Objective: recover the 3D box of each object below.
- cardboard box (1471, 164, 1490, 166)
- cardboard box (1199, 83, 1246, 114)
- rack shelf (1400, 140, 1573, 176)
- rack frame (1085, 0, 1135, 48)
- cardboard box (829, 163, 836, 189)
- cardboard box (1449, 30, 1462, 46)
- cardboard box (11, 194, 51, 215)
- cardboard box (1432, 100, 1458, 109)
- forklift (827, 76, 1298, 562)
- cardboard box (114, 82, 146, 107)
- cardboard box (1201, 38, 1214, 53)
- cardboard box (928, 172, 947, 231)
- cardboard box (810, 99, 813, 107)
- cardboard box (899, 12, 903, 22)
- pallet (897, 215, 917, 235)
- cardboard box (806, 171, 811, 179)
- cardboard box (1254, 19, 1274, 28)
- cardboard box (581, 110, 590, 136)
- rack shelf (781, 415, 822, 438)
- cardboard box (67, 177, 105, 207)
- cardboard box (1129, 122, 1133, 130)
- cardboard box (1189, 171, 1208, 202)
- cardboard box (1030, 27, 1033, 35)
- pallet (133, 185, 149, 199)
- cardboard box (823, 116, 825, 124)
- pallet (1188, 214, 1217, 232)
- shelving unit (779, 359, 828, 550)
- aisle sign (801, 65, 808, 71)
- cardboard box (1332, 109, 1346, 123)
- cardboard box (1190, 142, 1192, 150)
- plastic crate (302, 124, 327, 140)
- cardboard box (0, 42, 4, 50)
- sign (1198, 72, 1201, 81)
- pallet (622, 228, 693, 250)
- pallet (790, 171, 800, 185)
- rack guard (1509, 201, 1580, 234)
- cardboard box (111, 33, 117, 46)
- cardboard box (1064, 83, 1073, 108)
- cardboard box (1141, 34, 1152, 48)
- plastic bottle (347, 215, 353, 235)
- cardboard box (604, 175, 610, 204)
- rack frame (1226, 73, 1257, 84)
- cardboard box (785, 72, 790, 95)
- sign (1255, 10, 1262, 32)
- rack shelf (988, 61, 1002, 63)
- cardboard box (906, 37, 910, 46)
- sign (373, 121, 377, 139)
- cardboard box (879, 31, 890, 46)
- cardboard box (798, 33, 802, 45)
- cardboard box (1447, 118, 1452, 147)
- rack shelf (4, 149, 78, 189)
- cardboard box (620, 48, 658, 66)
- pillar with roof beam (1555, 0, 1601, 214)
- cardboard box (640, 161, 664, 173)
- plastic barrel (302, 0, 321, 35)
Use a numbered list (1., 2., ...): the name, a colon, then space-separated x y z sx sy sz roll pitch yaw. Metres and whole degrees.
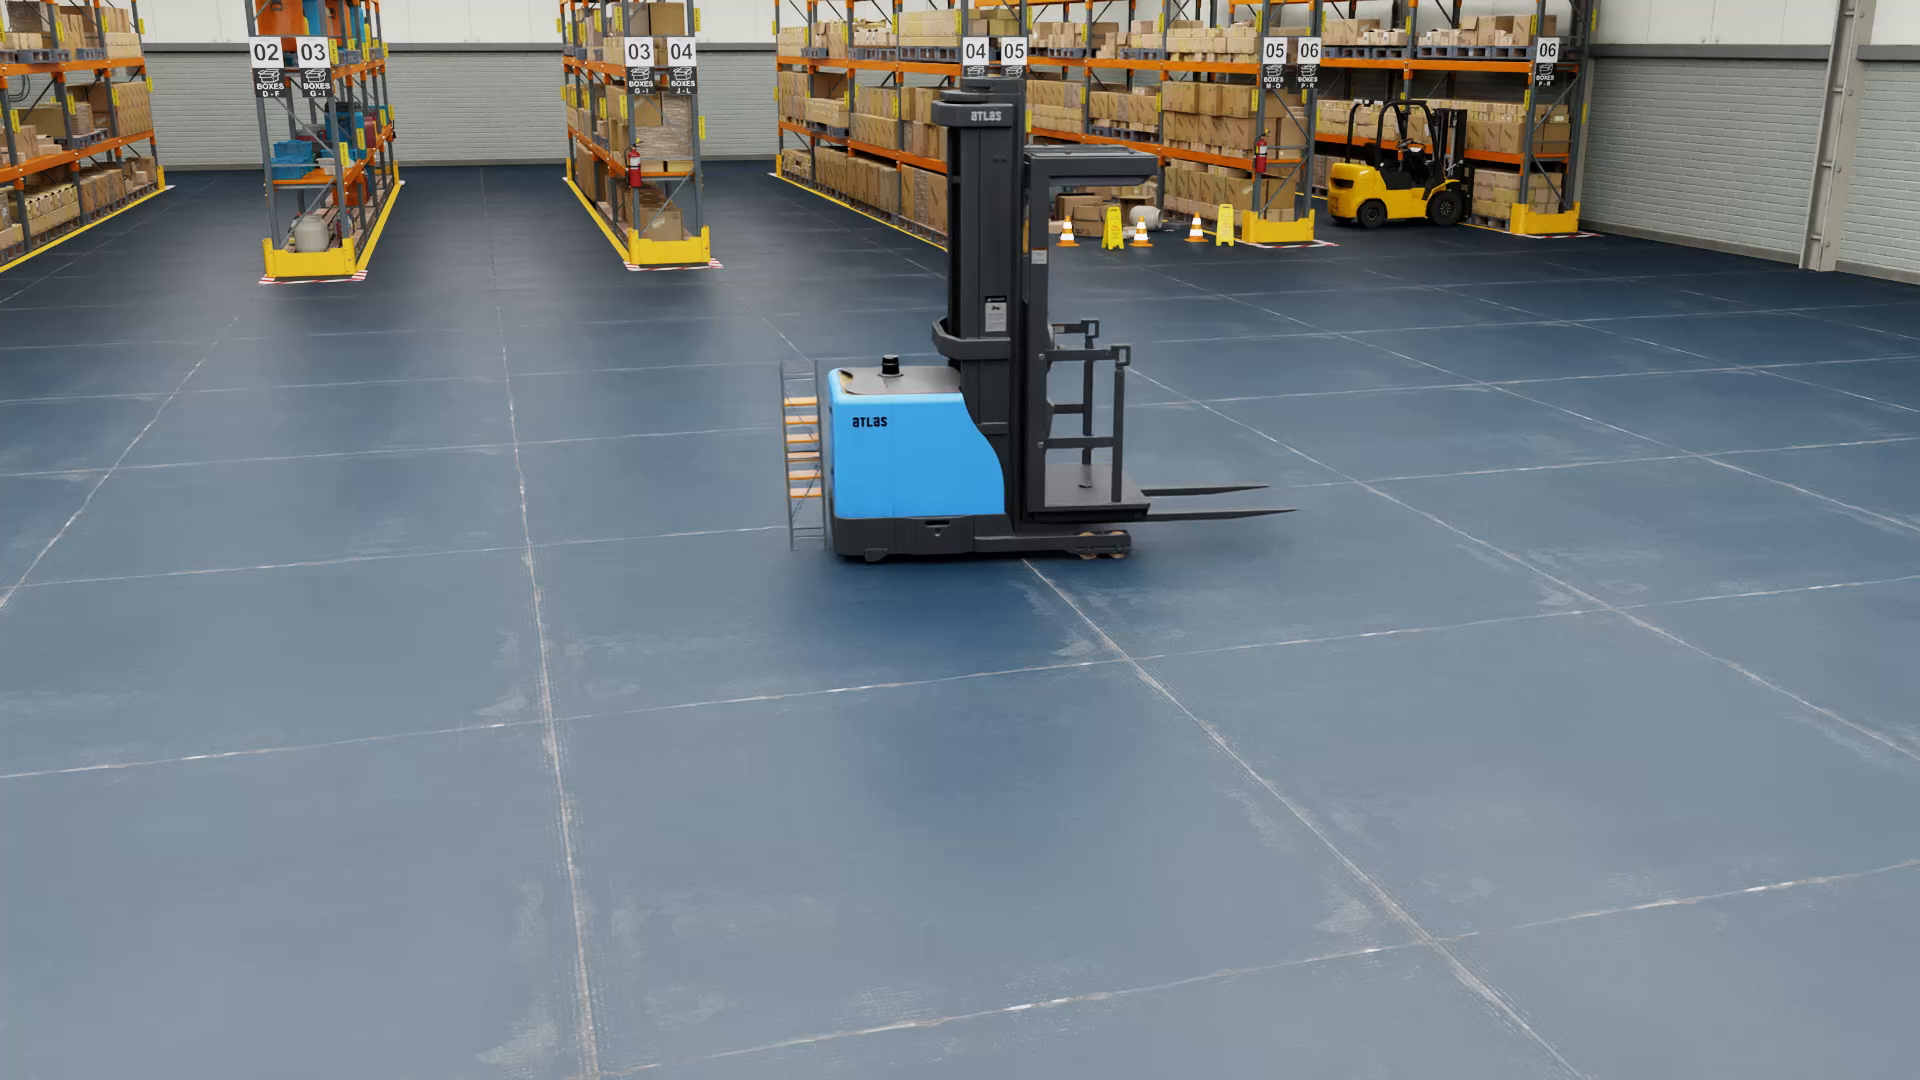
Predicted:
1. cardboard box: 9.511 -6.797 30.678 0.500 0.250 0.500 -5 17 -15
2. cardboard box: 4.513 -7.551 28.446 0.700 0.500 0.500 -5 17 -16
3. rack shelf: 9.460 -6.937 30.083 1.077 0.370 4.000 -5 17 -15
4. rack frame: 3.040 -11.421 33.331 1.000 3.000 0.127 -5 17 -15
5. cardboard box: -2.424 -7.583 34.597 0.500 0.500 0.500 -6 18 -18
6. cardboard box: 9.026 -9.022 29.887 0.396 0.266 0.258 -5 17 -17
7. cardboard box: -15.065 -5.444 26.938 0.500 0.311 0.500 -5 18 -17
8. cardboard box: 8.922 -8.010 30.585 0.380 0.149 0.250 -4 17 -14
9. forklift: 0.665 -1.433 10.629 3.031 2.935 1.130 -2 17 -6
10. cardboard box: -17.687 -9.481 35.388 0.500 0.500 0.500 -4 17 -14
11. cardboard box: 4.413 -8.384 28.180 0.500 0.250 0.500 -5 17 -15
12. cardboard box: 0.013 -5.525 27.094 0.875 0.875 0.875 -5 17 -16
13. cardboard box: -2.975 -9.308 35.396 0.380 0.149 0.250 -5 17 -15
14. cardboard box: -0.820 -8.842 28.106 0.380 0.149 0.250 -5 17 -15
15. pallet: -0.459 -5.470 28.795 1.003 0.211 1.213 -5 17 -15
16. cardboard box: -3.227 -8.152 37.103 0.380 0.149 0.250 -4 17 -15
17. cardboard box: 6.966 -11.804 38.117 0.396 0.266 0.258 -5 17 -15
18. cardboard box: -7.426 -8.494 33.842 0.500 0.500 0.500 -5 17 -17
19. rack shelf: -1.006 -0.729 10.600 0.258 0.103 0.180 -3 17 -4
20. cardboard box: -16.147 -6.428 30.717 0.500 0.500 0.500 -5 17 -16
21. cardboard box: 3.466 -7.926 31.831 0.380 0.149 0.250 -5 17 -15
22. cardboard box: 4.341 -6.210 29.156 0.500 0.500 0.500 -4 17 -12
23. cardboard box: 1.539 -11.760 38.590 0.797 0.503 0.637 -3 17 -11
24. pallet: -17.641 -7.281 34.825 1.003 0.211 1.213 -5 17 -15
25. cardboard box: -2.617 -8.665 34.290 0.380 0.149 0.250 -4 17 -14
26. pallet: 4.696 -5.585 29.177 1.003 0.211 1.213 -5 17 -15
27. shelving unit: -1.000 -0.542 10.656 0.258 1.200 0.189 -3 17 -4
28. aisle sign: -3.622 -11.630 39.937 0.394 0.787 0.004 -5 17 -15
29. cardboard box: 7.961 -8.682 34.033 0.500 0.250 0.500 -5 17 -17
30. cardboard box: 4.276 -6.929 29.243 0.380 0.149 0.250 -5 17 -16
31. plastic crate: -11.101 -6.932 28.705 0.402 0.464 0.583 -5 17 -15
32. cardboard box: -15.229 -7.764 25.903 0.500 0.250 0.500 -6 18 -21
33. sign: 6.152 -11.898 42.787 0.100 0.325 0.005 -5 17 -15
34. pallet: -4.832 -4.801 26.569 1.003 0.211 1.213 -5 17 -15
35. pallet: -3.349 -8.420 38.618 1.003 0.211 1.213 -5 17 -15
36. rack guard: 10.016 -5.525 28.475 1.175 0.500 0.348 -5 17 -15
37. cardboard box: -17.148 -9.985 33.157 0.500 0.250 0.500 -5 17 -15
38. cardboard box: 2.497 -9.338 34.914 0.500 0.500 0.500 -4 17 -14
39. cardboard box: 3.705 -9.298 31.008 0.500 0.250 0.500 -4 17 -15
40. plastic bottle: -9.556 -4.911 25.926 0.144 0.351 0.185 -5 17 -16
41. cardboard box: -6.286 -6.594 31.271 0.700 0.500 0.500 -6 18 -18
42. rack frame: 6.712 -10.048 39.188 1.000 3.000 0.127 -5 17 -15
43. cardboard box: -3.756 -10.581 38.533 0.500 0.500 0.500 -5 17 -16
44. sign: 4.699 -8.157 26.141 0.100 0.325 0.005 -5 17 -15
45. rack shelf: 1.391 -11.299 39.391 1.077 0.370 4.000 -5 17 -15
46. cardboard box: -0.679 -8.319 27.752 0.380 0.149 0.250 -5 17 -15
47. sign: -10.724 -7.496 30.410 0.100 0.325 0.005 -5 17 -15
48. cardboard box: -1.144 -8.960 29.709 0.500 0.250 0.500 -5 17 -16
49. cardboard box: -3.295 -11.092 36.840 0.500 0.250 0.500 -5 18 -18
50. cardboard box: 9.081 -7.457 30.388 0.500 0.500 0.500 -5 17 -16
51. rack shelf: -15.465 -6.084 27.244 1.077 0.370 4.000 -5 17 -15
52. cardboard box: -4.667 -7.029 24.186 0.500 0.250 0.500 -4 17 -14
53. pillar with roof beam: 6.546 -9.525 27.020 9.100 9.000 0.400 -5 17 -15
54. cardboard box: -4.567 -5.494 24.464 0.380 0.149 0.250 -5 17 -15
55. plastic barrel: -9.981 -7.860 25.090 0.600 0.901 0.708 -5 17 -15
